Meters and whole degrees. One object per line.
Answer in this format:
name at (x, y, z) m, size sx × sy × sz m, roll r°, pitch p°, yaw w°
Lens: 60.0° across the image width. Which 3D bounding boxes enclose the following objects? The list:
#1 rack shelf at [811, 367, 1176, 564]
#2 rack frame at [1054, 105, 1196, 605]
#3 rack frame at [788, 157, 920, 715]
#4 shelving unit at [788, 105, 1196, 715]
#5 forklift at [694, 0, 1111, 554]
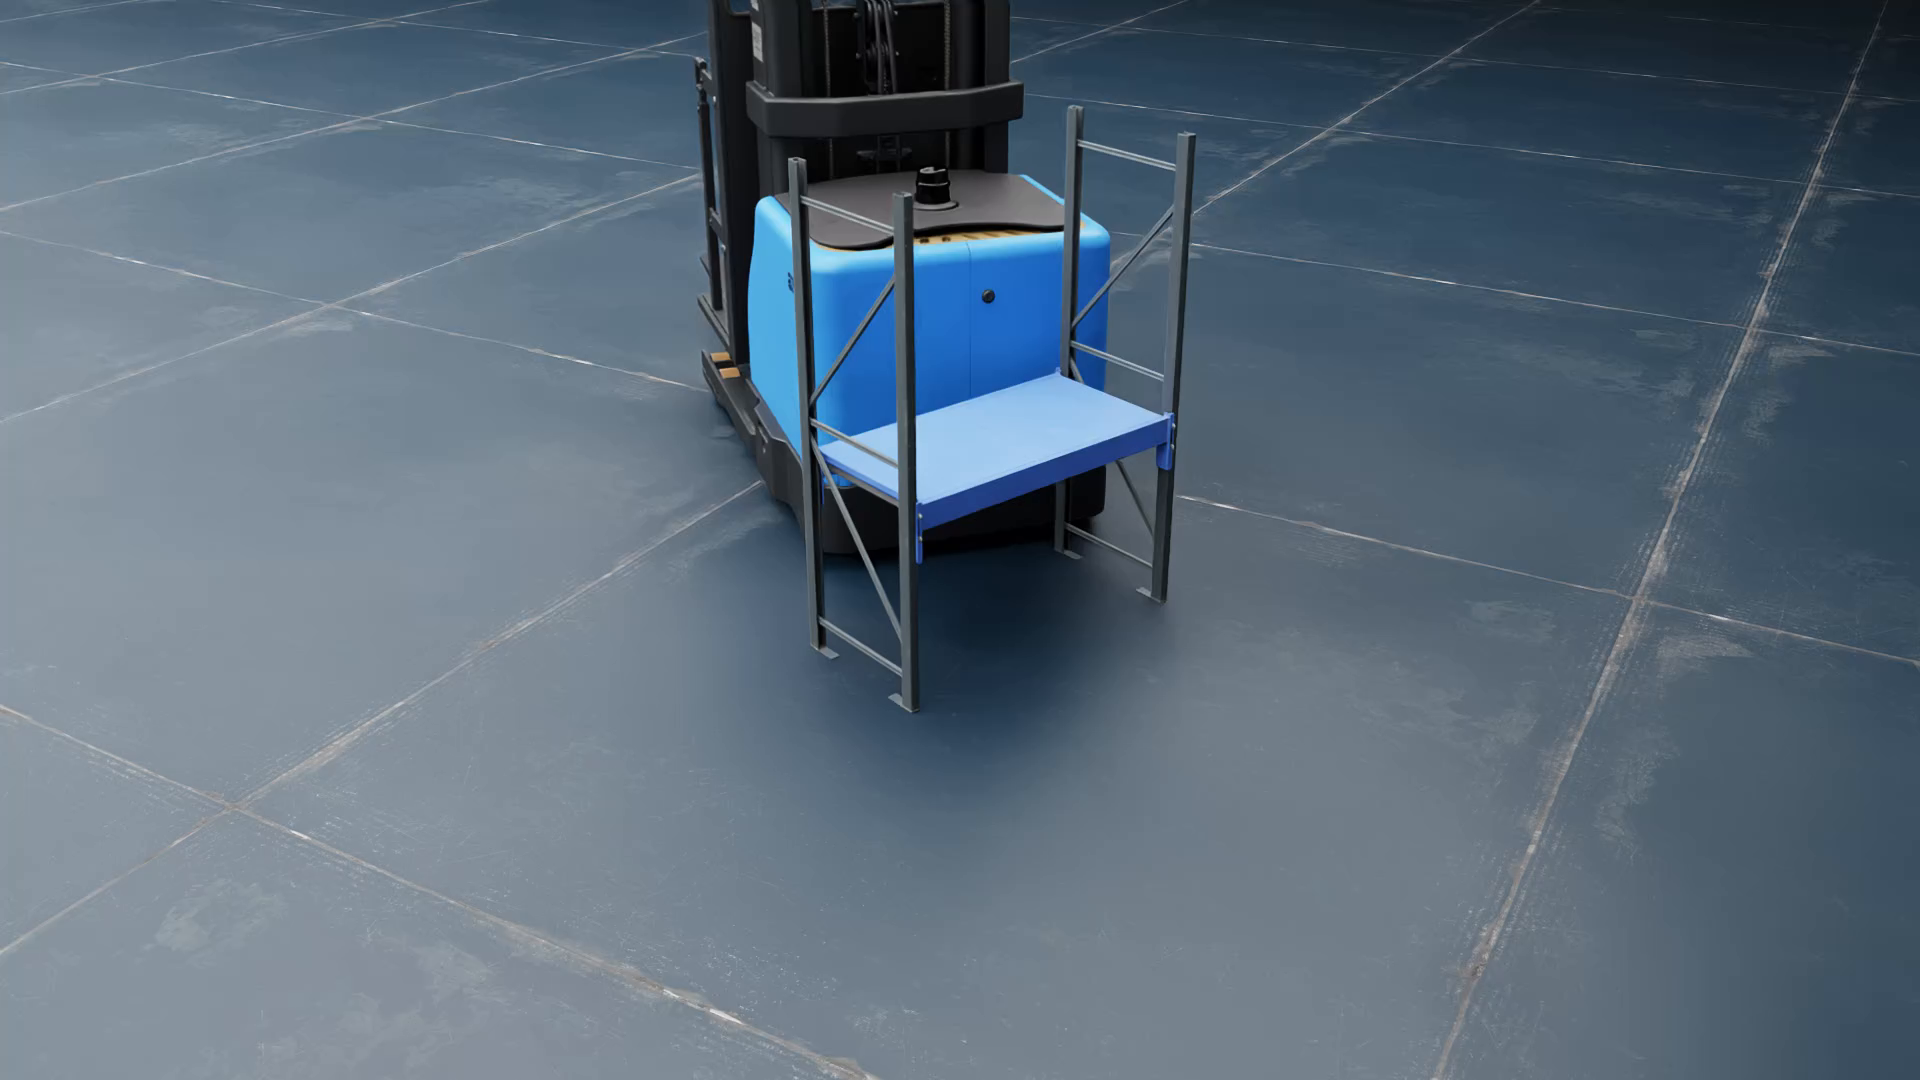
rack shelf at (0.104, -0.246, 4.969) m, size 1.000 × 0.185 × 0.538 m, roll -20°, pitch 33°, yaw -35°
rack frame at (0.494, -0.553, 5.179) m, size 0.032 × 1.500 × 0.500 m, roll -20°, pitch 33°, yaw -35°
rack frame at (-0.287, -0.261, 4.597) m, size 0.032 × 1.500 × 0.500 m, roll -20°, pitch 33°, yaw -35°
shelving unit at (0.104, -0.407, 4.888) m, size 1.048 × 1.500 × 0.538 m, roll -20°, pitch 33°, yaw -35°
forklift at (-0.447, -1.903, 6.278) m, size 1.130 × 2.935 × 3.031 m, roll -9°, pitch 28°, yaw -17°
